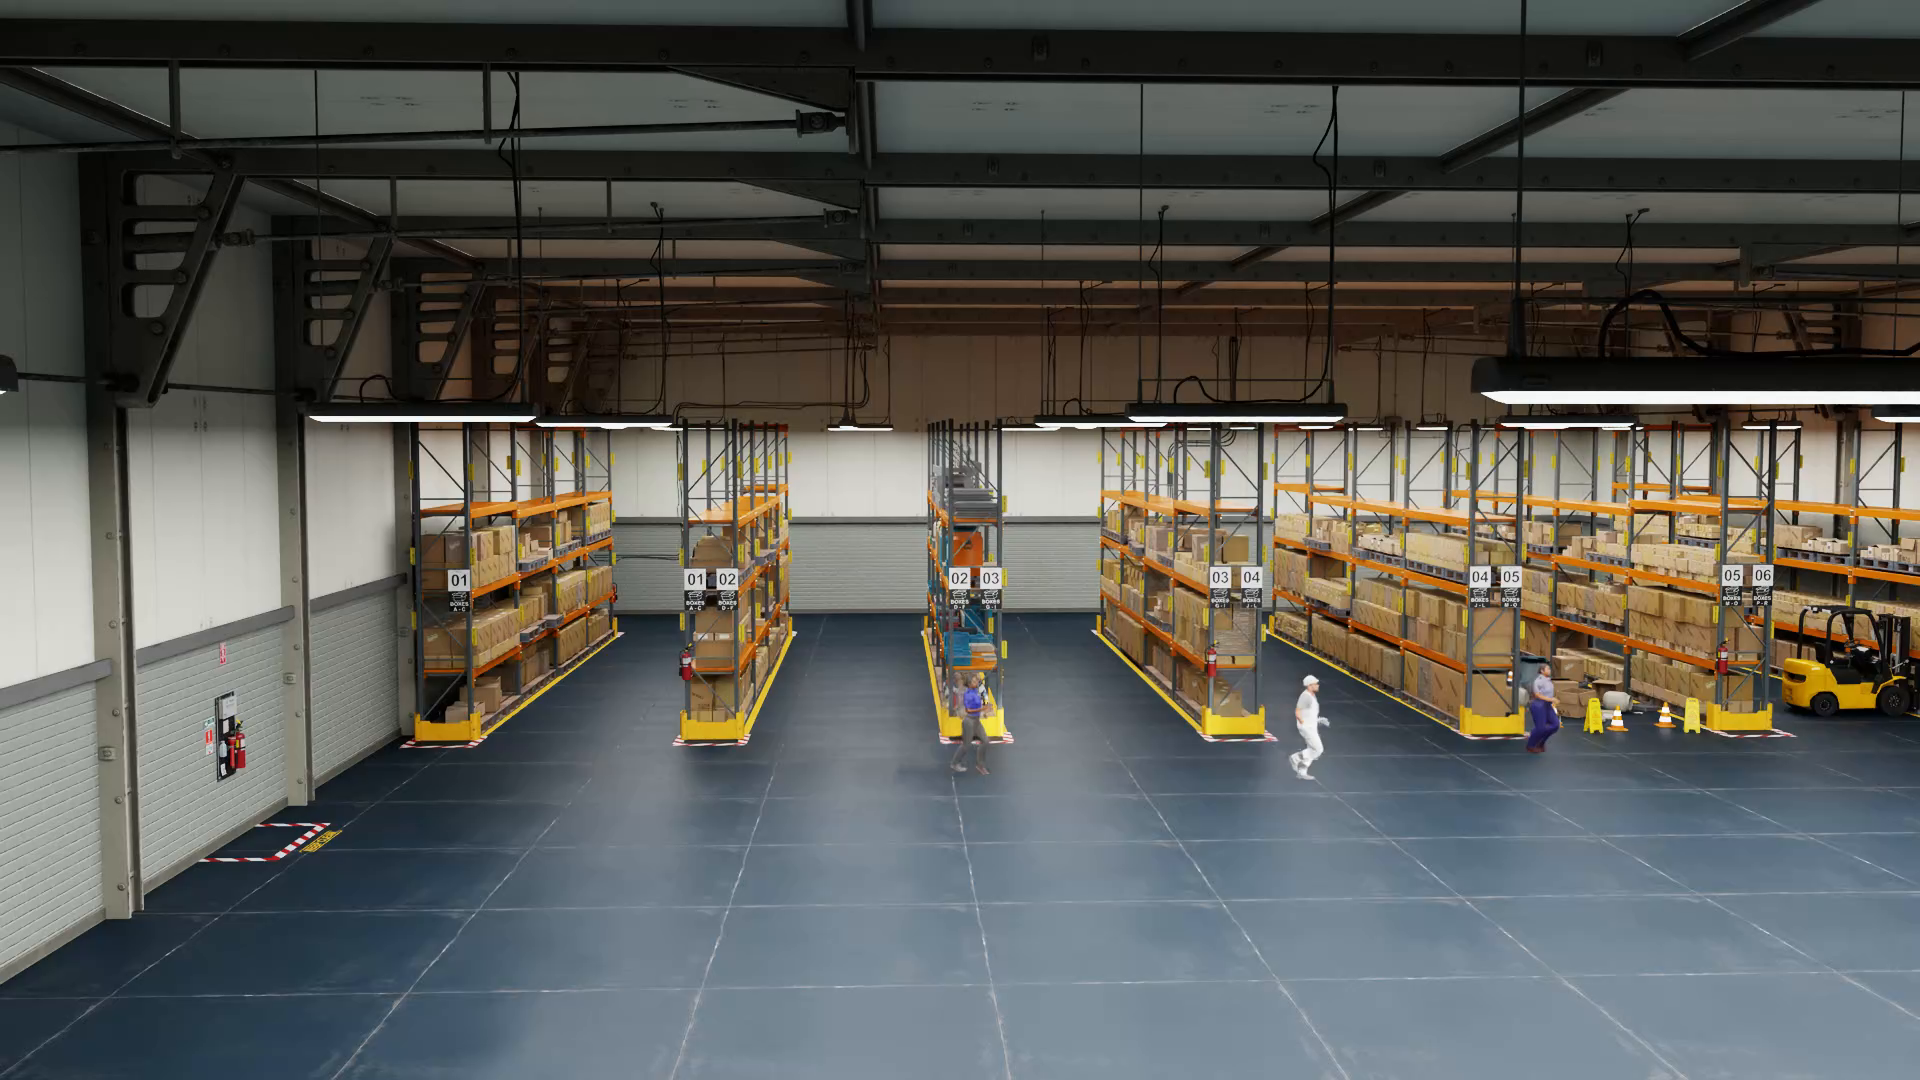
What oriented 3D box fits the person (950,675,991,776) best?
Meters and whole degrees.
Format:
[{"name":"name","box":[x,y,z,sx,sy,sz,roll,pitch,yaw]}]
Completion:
[{"name":"person","box":[0.191,3.116,27.841,0.735,1.713,0.562,1,4,22]}]

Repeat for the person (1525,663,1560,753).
[{"name":"person","box":[10.453,3.013,29.715,0.629,1.637,0.632,3,5,43]}]

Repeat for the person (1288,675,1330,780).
[{"name":"person","box":[5.762,3.101,27.459,0.634,1.733,0.659,1,4,22]}]
